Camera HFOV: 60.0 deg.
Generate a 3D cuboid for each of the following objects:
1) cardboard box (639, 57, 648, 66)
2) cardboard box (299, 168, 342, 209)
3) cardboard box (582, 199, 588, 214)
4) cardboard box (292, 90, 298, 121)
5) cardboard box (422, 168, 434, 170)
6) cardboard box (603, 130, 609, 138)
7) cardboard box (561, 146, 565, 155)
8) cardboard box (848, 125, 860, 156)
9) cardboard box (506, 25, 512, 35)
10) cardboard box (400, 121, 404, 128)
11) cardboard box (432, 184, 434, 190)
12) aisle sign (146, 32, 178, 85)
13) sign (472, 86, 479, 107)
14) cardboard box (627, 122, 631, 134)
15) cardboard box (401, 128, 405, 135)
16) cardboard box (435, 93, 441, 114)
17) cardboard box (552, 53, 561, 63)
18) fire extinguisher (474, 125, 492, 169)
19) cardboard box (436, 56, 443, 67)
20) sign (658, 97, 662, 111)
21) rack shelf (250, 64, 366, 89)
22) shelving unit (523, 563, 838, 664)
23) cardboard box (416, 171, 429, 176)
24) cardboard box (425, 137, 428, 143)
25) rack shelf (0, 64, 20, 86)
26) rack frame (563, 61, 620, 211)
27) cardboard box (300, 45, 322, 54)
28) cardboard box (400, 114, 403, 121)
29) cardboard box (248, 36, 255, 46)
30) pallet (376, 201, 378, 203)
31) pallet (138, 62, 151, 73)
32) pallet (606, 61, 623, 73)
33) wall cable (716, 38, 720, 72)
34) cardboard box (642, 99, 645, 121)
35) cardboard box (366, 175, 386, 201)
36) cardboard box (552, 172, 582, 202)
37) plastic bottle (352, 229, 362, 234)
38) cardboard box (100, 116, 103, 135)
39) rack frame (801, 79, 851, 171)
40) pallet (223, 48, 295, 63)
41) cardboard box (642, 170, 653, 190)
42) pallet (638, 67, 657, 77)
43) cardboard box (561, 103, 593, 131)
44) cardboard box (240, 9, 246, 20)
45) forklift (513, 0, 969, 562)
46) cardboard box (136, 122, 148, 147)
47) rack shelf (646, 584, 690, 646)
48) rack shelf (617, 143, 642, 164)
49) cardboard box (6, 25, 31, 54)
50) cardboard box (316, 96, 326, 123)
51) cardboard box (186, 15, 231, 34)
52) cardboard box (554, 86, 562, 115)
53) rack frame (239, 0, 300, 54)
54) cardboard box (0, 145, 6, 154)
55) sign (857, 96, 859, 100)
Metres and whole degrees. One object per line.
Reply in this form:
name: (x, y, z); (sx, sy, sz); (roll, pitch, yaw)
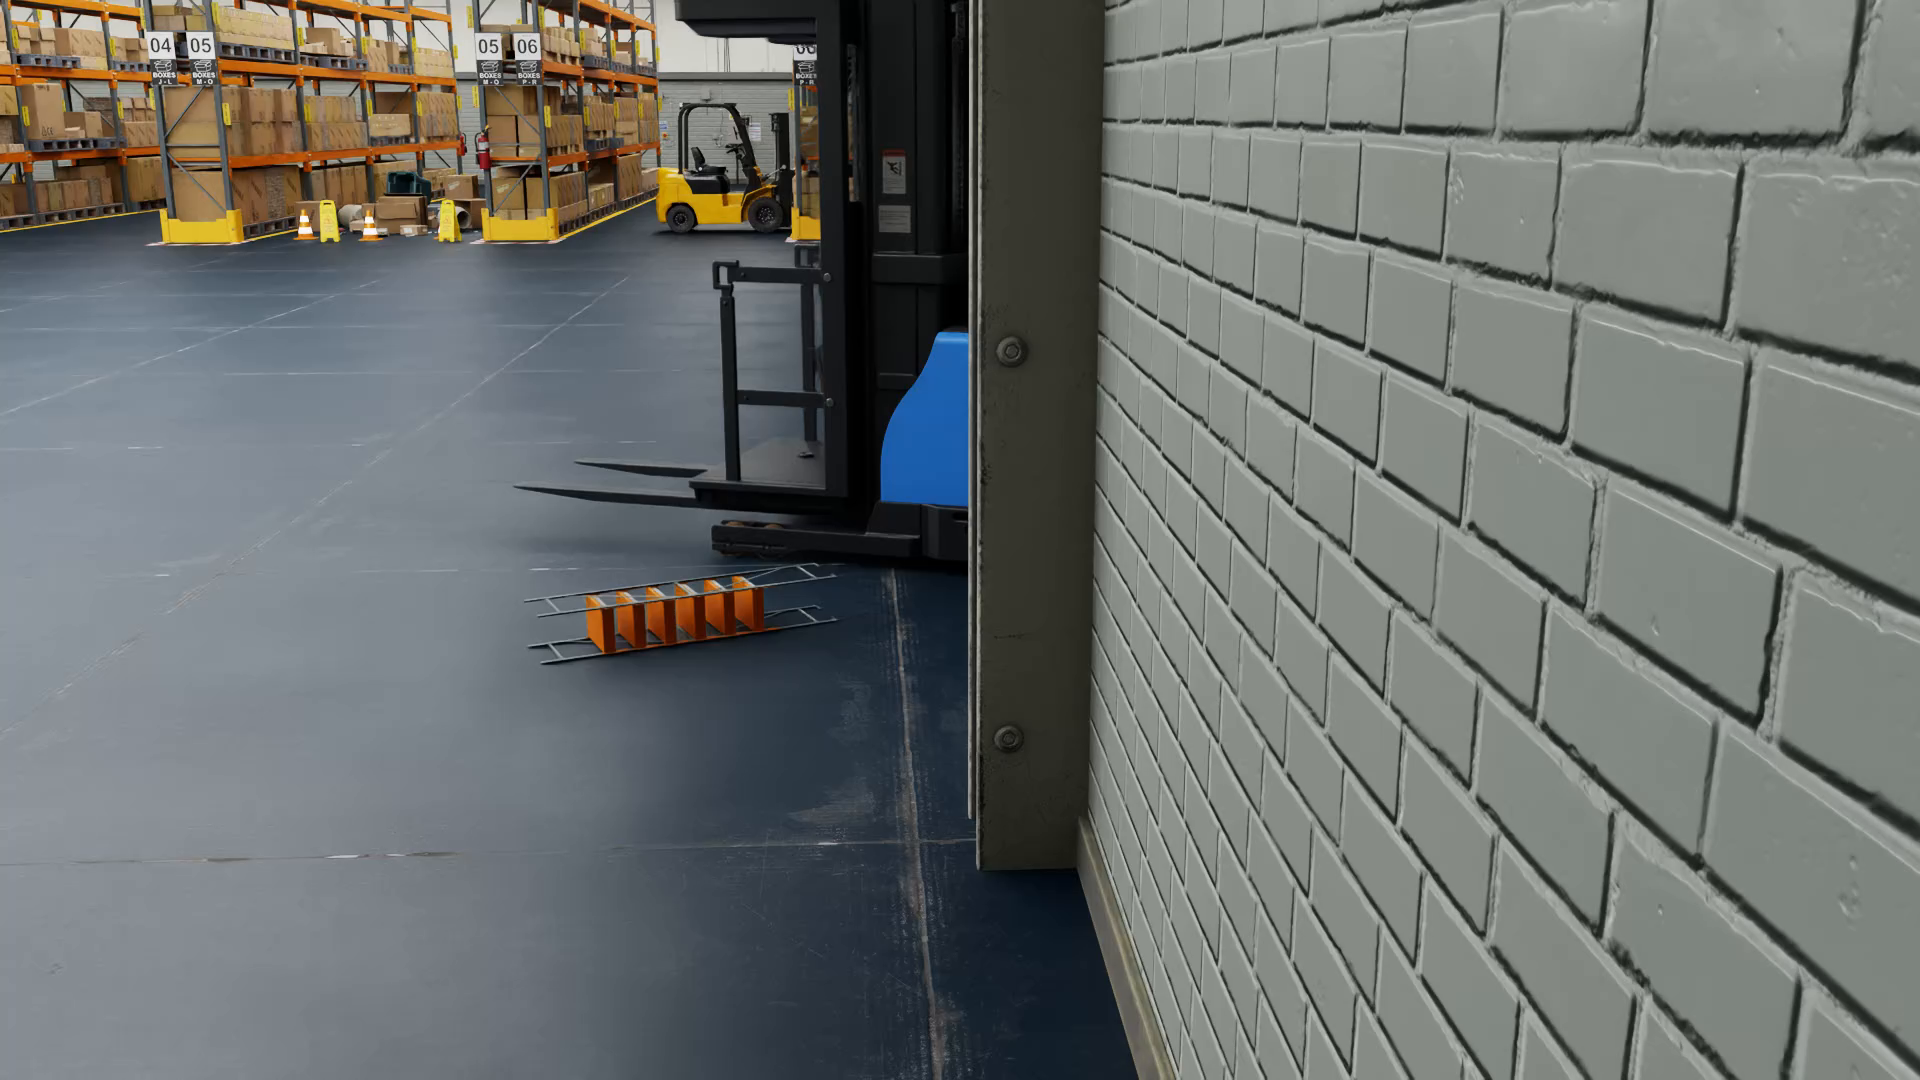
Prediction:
cardboard box: (-7.981, -11.809, 41.141); (0.500, 0.250, 0.500); (-2, 15, -9)
cardboard box: (-12.473, -6.709, 31.752); (1.050, 0.750, 0.750); (-1, 14, -3)
cardboard box: (-7.050, -6.032, 30.127); (0.500, 0.250, 0.500); (0, 14, -1)
cardboard box: (-12.301, -7.705, 29.485); (0.875, 0.550, 0.550); (-1, 14, -3)
cardboard box: (-13.202, -9.095, 41.039); (0.380, 0.149, 0.250); (-1, 14, -2)
cardboard box: (-7.160, -8.043, 32.930); (0.380, 0.149, 0.250); (-1, 14, -2)
cardboard box: (-6.969, -6.663, 28.406); (0.380, 0.149, 0.250); (-1, 14, -5)
cardboard box: (-1.907, -6.562, 27.310); (0.500, 0.500, 0.500); (0, 14, -2)
cardboard box: (-7.400, -8.170, 26.644); (0.380, 0.149, 0.250); (-1, 14, -2)
cardboard box: (-12.533, -9.194, 36.804); (0.380, 0.149, 0.250); (0, 14, -1)
cardboard box: (-12.688, -8.366, 39.399); (0.380, 0.149, 0.250); (-2, 15, -6)
aisle sign: (-12.336, -7.444, 25.720); (0.394, 0.787, 0.004); (-1, 14, -3)
sign: (-7.662, -7.019, 26.328); (0.100, 0.325, 0.005); (-1, 14, -3)
cardboard box: (-7.455, -8.976, 36.192); (0.500, 0.250, 0.500); (-1, 14, -2)
cardboard box: (-12.532, -9.051, 36.845); (0.380, 0.149, 0.250); (-1, 14, -4)
cardboard box: (-12.647, -10.366, 39.492); (0.500, 0.500, 0.500); (-1, 14, -5)
cardboard box: (-6.887, -8.048, 27.772); (0.380, 0.149, 0.250); (-1, 14, -3)
fire extinguisher: (-7.560, -6.235, 26.397); (0.296, 0.674, 0.183); (-1, 14, -3)
cardboard box: (-12.688, -11.443, 39.759); (0.500, 0.250, 0.500); (-1, 14, -3)
sign: (-7.556, -10.968, 41.836); (0.100, 0.325, 0.005); (-1, 14, -3)
rack shelf: (-12.413, -8.803, 31.646); (1.077, 0.370, 4.000); (-1, 14, -3)
shelving unit: (-1.083, 0.279, 6.552); (1.200, 0.189, 0.258); (-7, 16, -26)
cardboard box: (-12.622, -8.523, 38.815); (0.380, 0.149, 0.250); (-1, 14, -4)
cardboard box: (-12.646, -9.341, 38.817); (0.380, 0.149, 0.250); (-2, 15, -6)
rack shelf: (-17.122, -7.757, 27.580); (1.077, 0.370, 4.000); (-1, 14, -3)
rack frame: (-7.603, -8.298, 34.258); (1.000, 3.000, 0.127); (-1, 14, -3)
cardboard box: (-12.116, -9.137, 30.960); (0.380, 0.149, 0.250); (-1, 14, -3)
cardboard box: (-12.533, -9.333, 36.749); (0.380, 0.149, 0.250); (-1, 14, -5)
cardboard box: (-11.821, -8.194, 27.294); (0.380, 0.149, 0.250); (-1, 14, -4)
pallet: (-12.584, -7.040, 34.966); (1.003, 0.211, 1.213); (-1, 14, -3)
pallet: (-17.659, -9.944, 35.013); (1.003, 0.211, 1.213); (0, 14, -1)
pallet: (-7.695, -9.819, 34.527); (1.213, 0.211, 1.003); (0, 14, -1)
wall cable: (-7.981, -14.614, 46.767); (2.355, 3.000, 0.029); (-1, 14, -3)
cardboard box: (-7.663, -10.073, 38.951); (0.500, 0.500, 0.500); (-1, 14, -4)
cardboard box: (-12.326, -7.369, 34.822); (0.500, 0.500, 0.500); (-2, 15, -6)
cardboard box: (-7.017, -6.269, 29.541); (0.500, 0.500, 0.500); (-1, 14, -2)
plastic bottle: (-10.297, -5.269, 28.381); (0.133, 0.061, 0.283); (-6, 16, -23)
cardboard box: (-17.420, -8.263, 33.079); (0.500, 0.500, 0.500); (-3, 15, -10)
rack frame: (-2.401, -7.381, 30.693); (1.000, 3.000, 0.127); (-1, 14, -3)
pallet: (-12.249, -8.408, 28.843); (1.003, 0.211, 1.213); (-1, 14, -3)
cardboard box: (-7.838, -8.636, 39.870); (0.875, 0.438, 0.875); (-1, 14, -5)
pallet: (-8.042, -11.513, 40.912); (1.003, 0.211, 1.213); (-1, 14, -3)
cardboard box: (-7.098, -7.820, 30.760); (0.500, 0.500, 0.500); (-1, 14, -2)
cardboard box: (-11.806, -8.517, 26.948); (0.380, 0.149, 0.250); (-1, 14, -4)
forklift: (-0.651, -1.446, 7.762); (3.031, 2.935, 1.130); (4, 15, 15)
cardboard box: (-17.286, -8.447, 34.635); (0.500, 0.500, 0.500); (-1, 14, -5)
rack shelf: (-1.150, 0.288, 6.519); (0.103, 0.180, 0.258); (-7, 16, -26)
rack shelf: (-7.727, -8.447, 36.281); (1.077, 0.370, 4.000); (-1, 14, -3)
cardboard box: (-17.176, -8.975, 29.818); (0.797, 0.503, 0.637); (-2, 15, -6)
cardboard box: (-12.391, -8.111, 31.325); (0.700, 0.500, 0.500); (-1, 14, -3)
cardboard box: (-11.815, -8.107, 26.156); (0.500, 0.250, 0.500); (-1, 14, -4)
cardboard box: (-7.544, -7.867, 29.779); (0.700, 0.500, 0.500); (-1, 14, -4)
rack frame: (-12.289, -10.107, 29.249); (1.000, 3.000, 0.127); (-1, 14, -3)
cardboard box: (-16.851, -6.794, 28.916); (0.380, 0.149, 0.250); (-1, 14, -3)
sign: (-2.589, -11.083, 42.123); (0.100, 0.325, 0.005); (-1, 14, -3)
